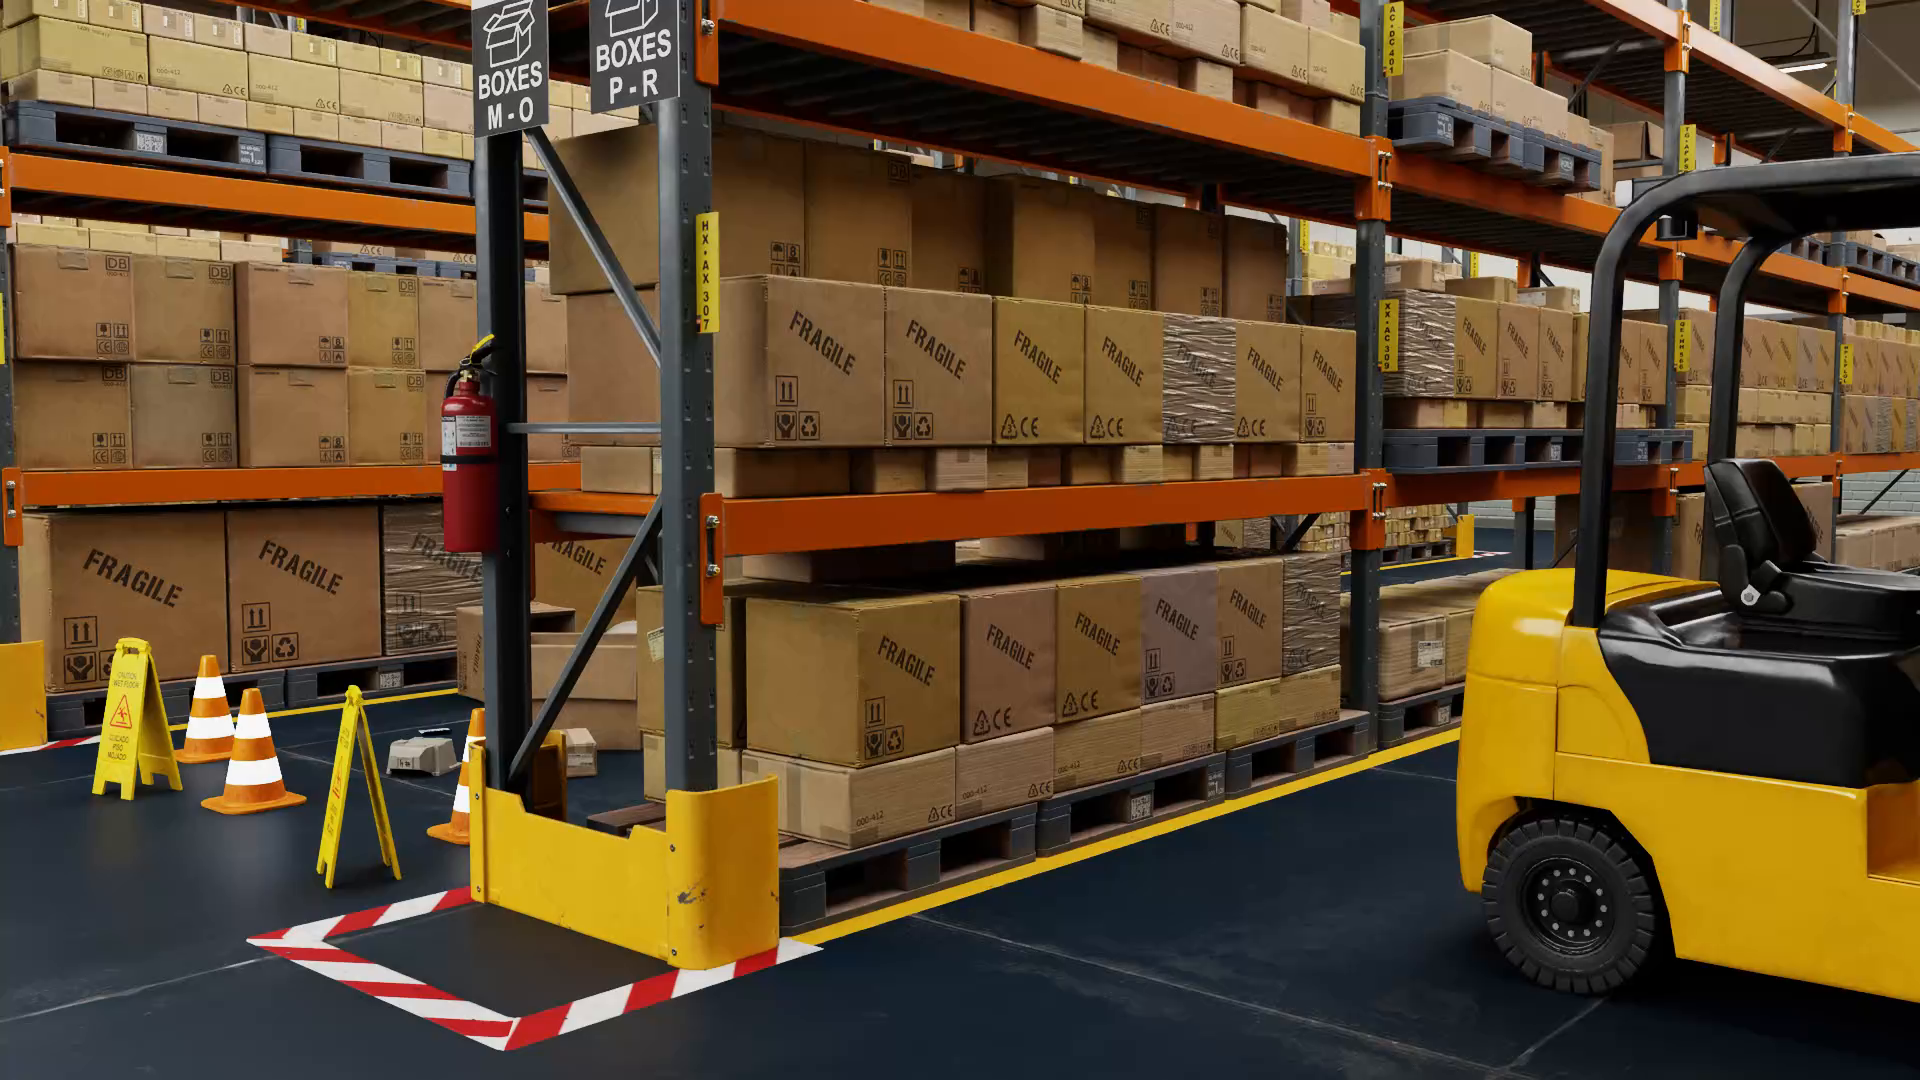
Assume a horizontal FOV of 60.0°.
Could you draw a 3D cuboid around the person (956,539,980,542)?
[{"bbox_3d":[0.080,-0.069,11.633,0.520,1.600,0.472,3,5,40],"label":"person"}]
